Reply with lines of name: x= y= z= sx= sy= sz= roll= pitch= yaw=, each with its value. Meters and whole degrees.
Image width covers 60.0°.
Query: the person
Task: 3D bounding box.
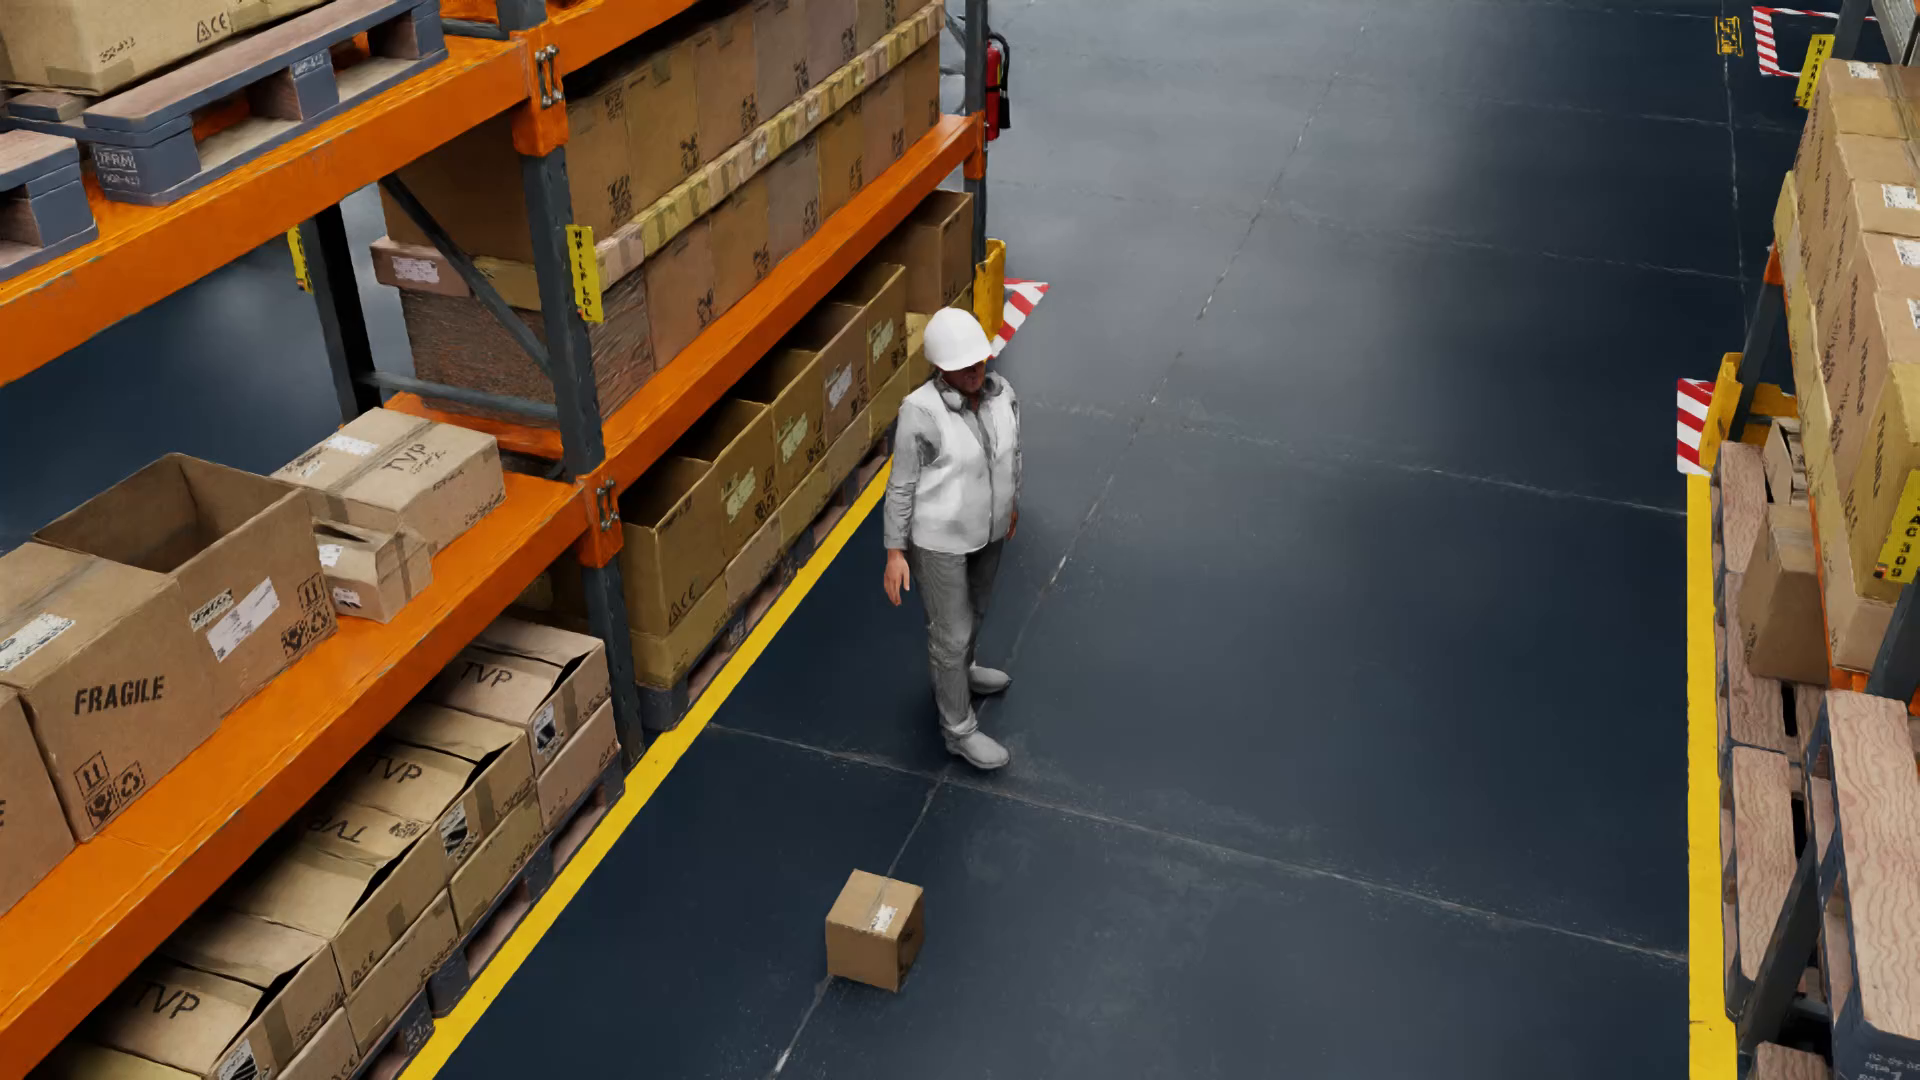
person: x=0.029 y=-0.004 z=6.083 sx=0.611 sy=1.768 sz=0.715 roll=28 pitch=42 yaw=35
